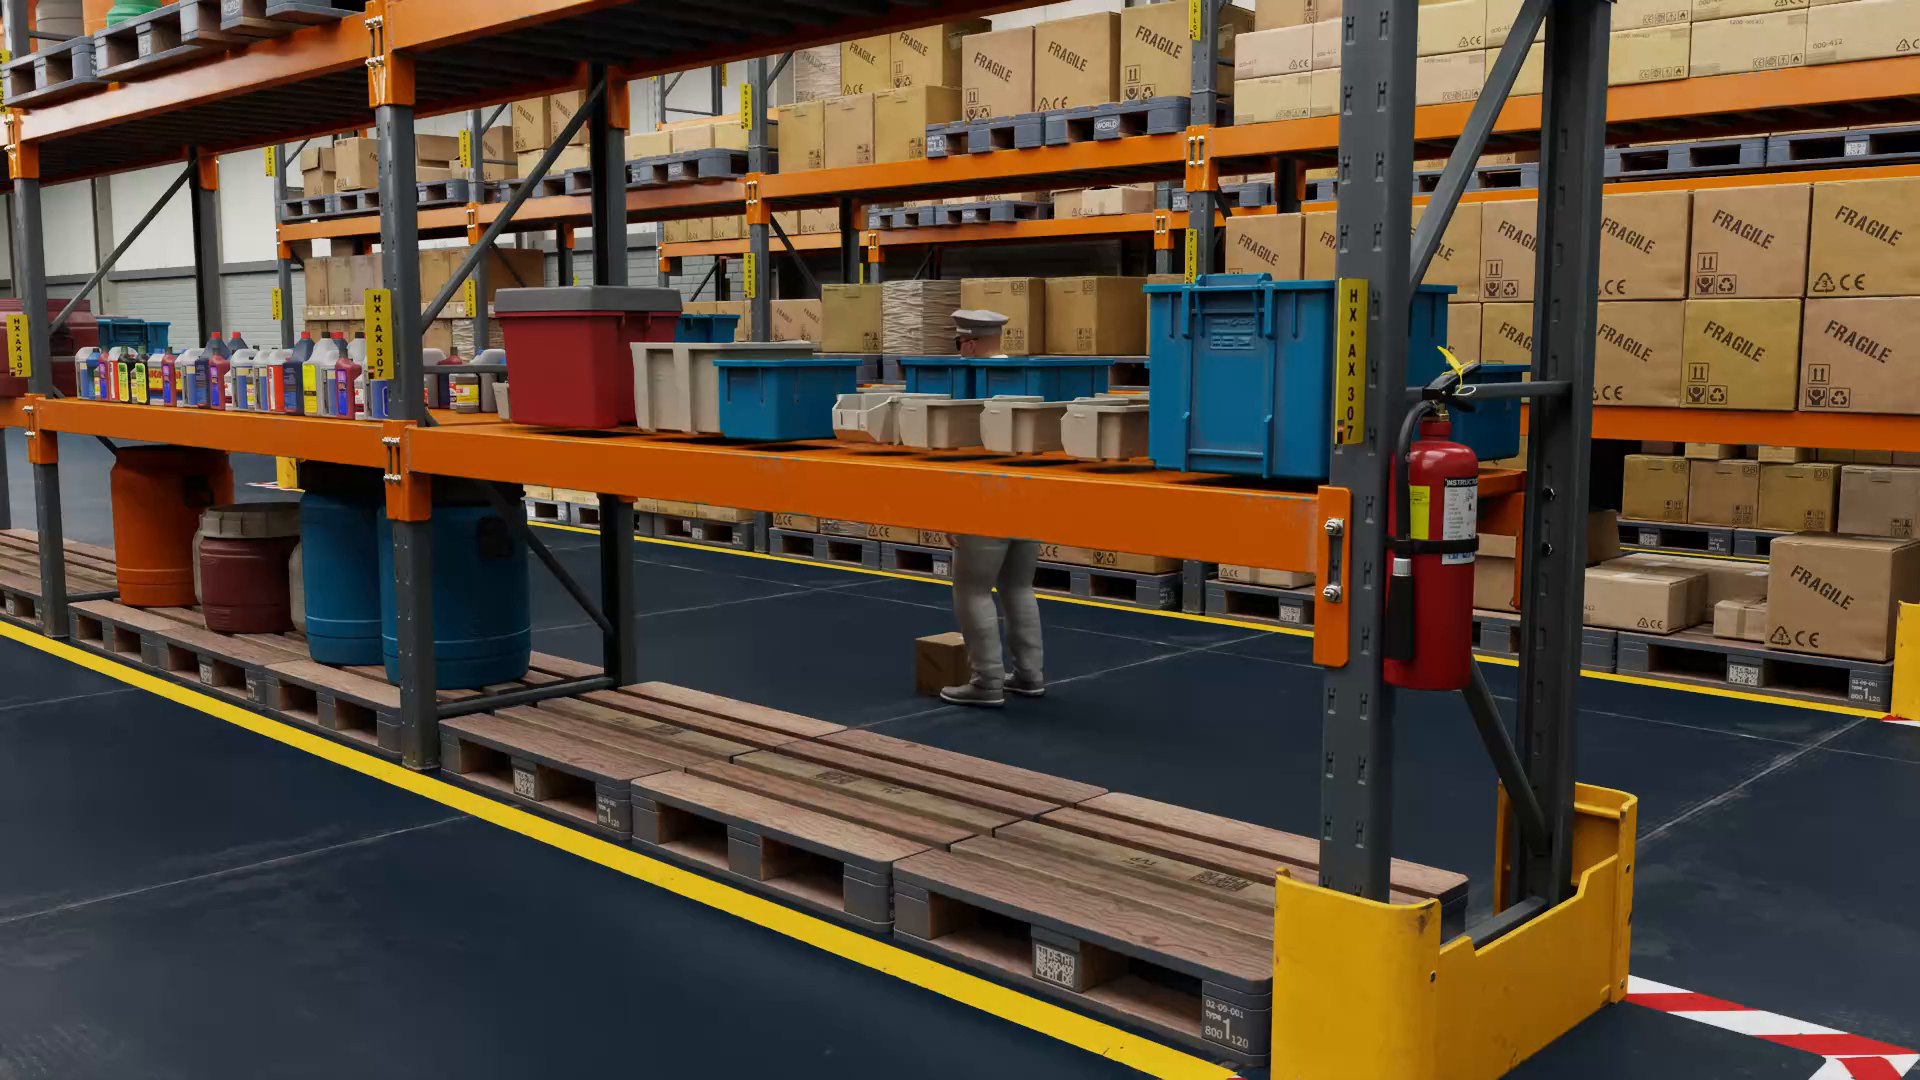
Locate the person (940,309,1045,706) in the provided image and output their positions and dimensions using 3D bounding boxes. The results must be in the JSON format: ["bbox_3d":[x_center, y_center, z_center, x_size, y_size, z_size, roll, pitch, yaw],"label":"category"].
[{"bbox_3d":[0.169,-0.144,7.396,0.431,1.748,0.606,6,9,40],"label":"person"}]
